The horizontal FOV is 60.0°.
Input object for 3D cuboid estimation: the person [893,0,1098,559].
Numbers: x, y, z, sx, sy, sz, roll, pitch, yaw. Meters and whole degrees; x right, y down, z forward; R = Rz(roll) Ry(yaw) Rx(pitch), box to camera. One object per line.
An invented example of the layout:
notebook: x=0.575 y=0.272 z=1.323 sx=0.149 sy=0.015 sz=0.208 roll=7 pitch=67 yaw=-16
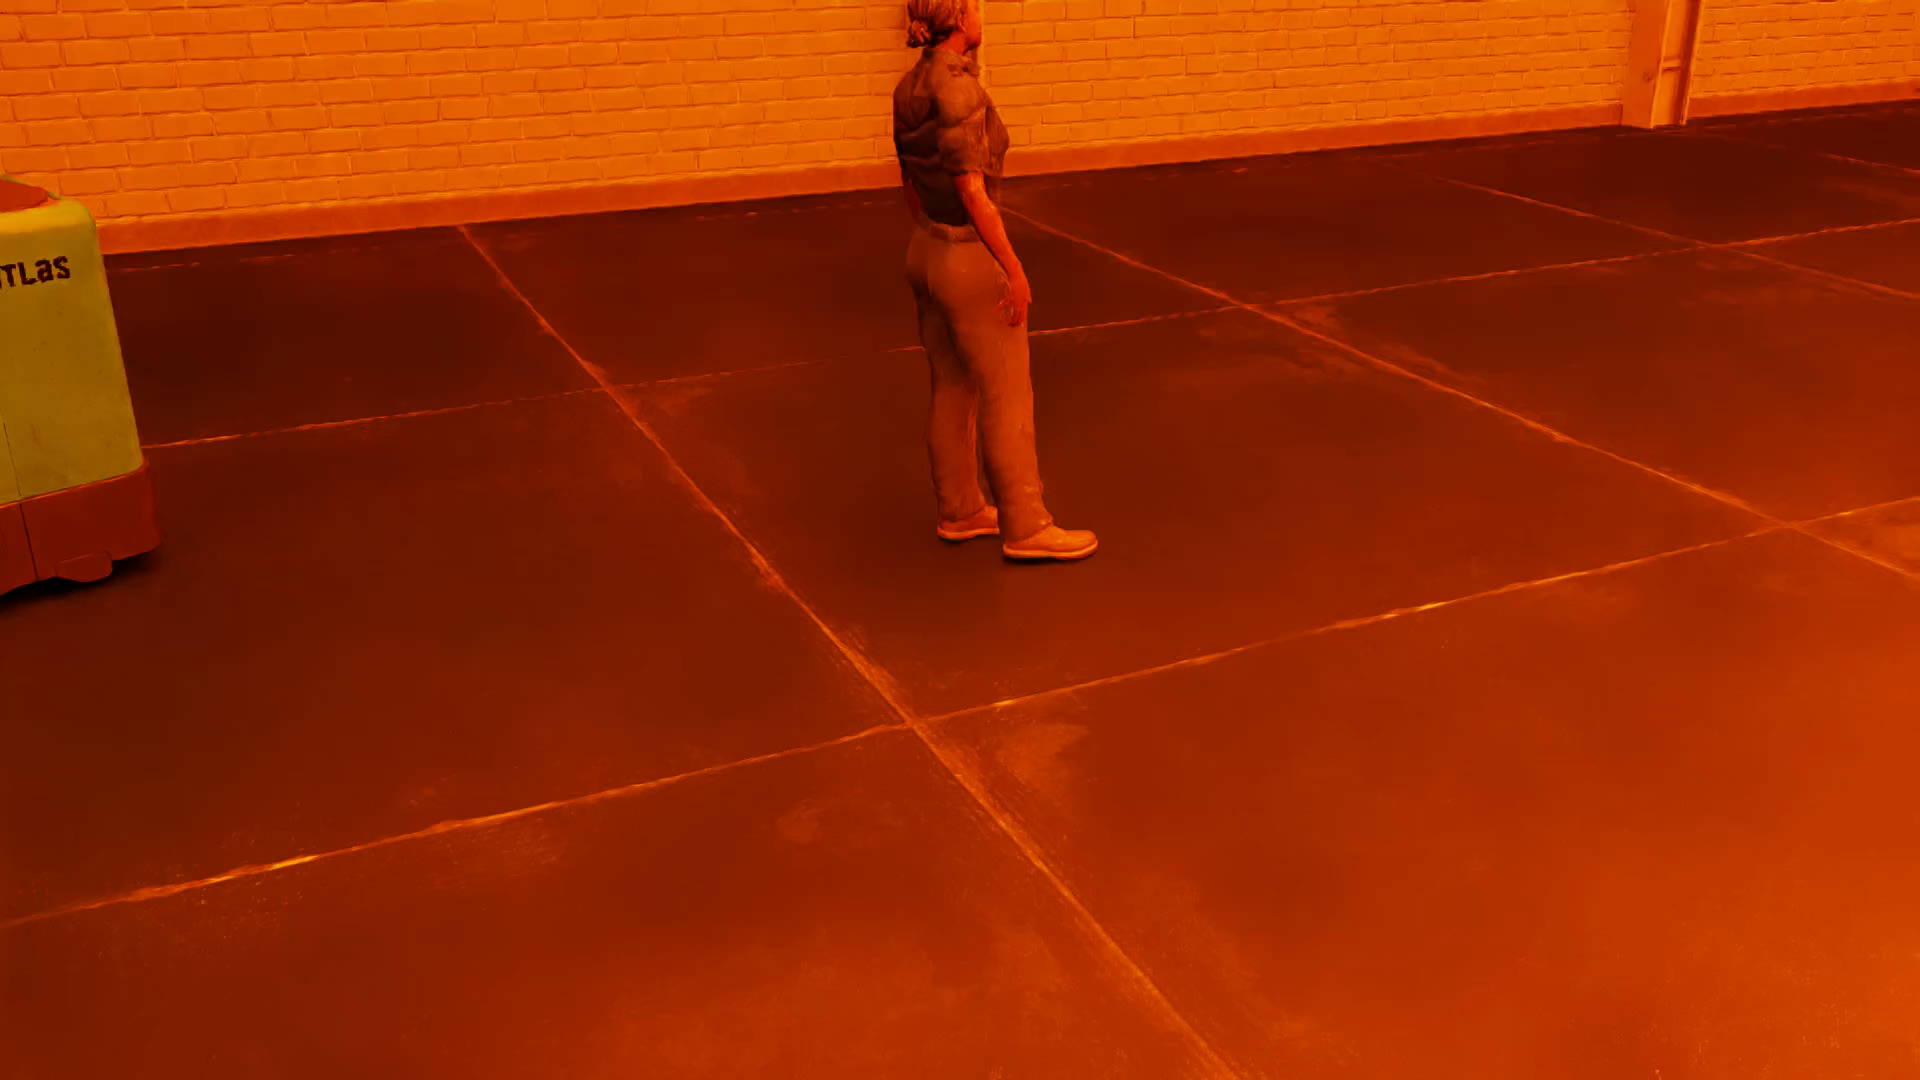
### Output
person: x=0.088 y=-0.778 z=4.805 sx=0.503 sy=1.654 sz=0.570 roll=-10 pitch=25 yaw=-23

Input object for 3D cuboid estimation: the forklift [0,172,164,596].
forklift: x=-3.745 y=-1.004 z=3.702 sx=1.130 sy=2.935 sz=3.031 roll=21 pitch=30 yaw=41
